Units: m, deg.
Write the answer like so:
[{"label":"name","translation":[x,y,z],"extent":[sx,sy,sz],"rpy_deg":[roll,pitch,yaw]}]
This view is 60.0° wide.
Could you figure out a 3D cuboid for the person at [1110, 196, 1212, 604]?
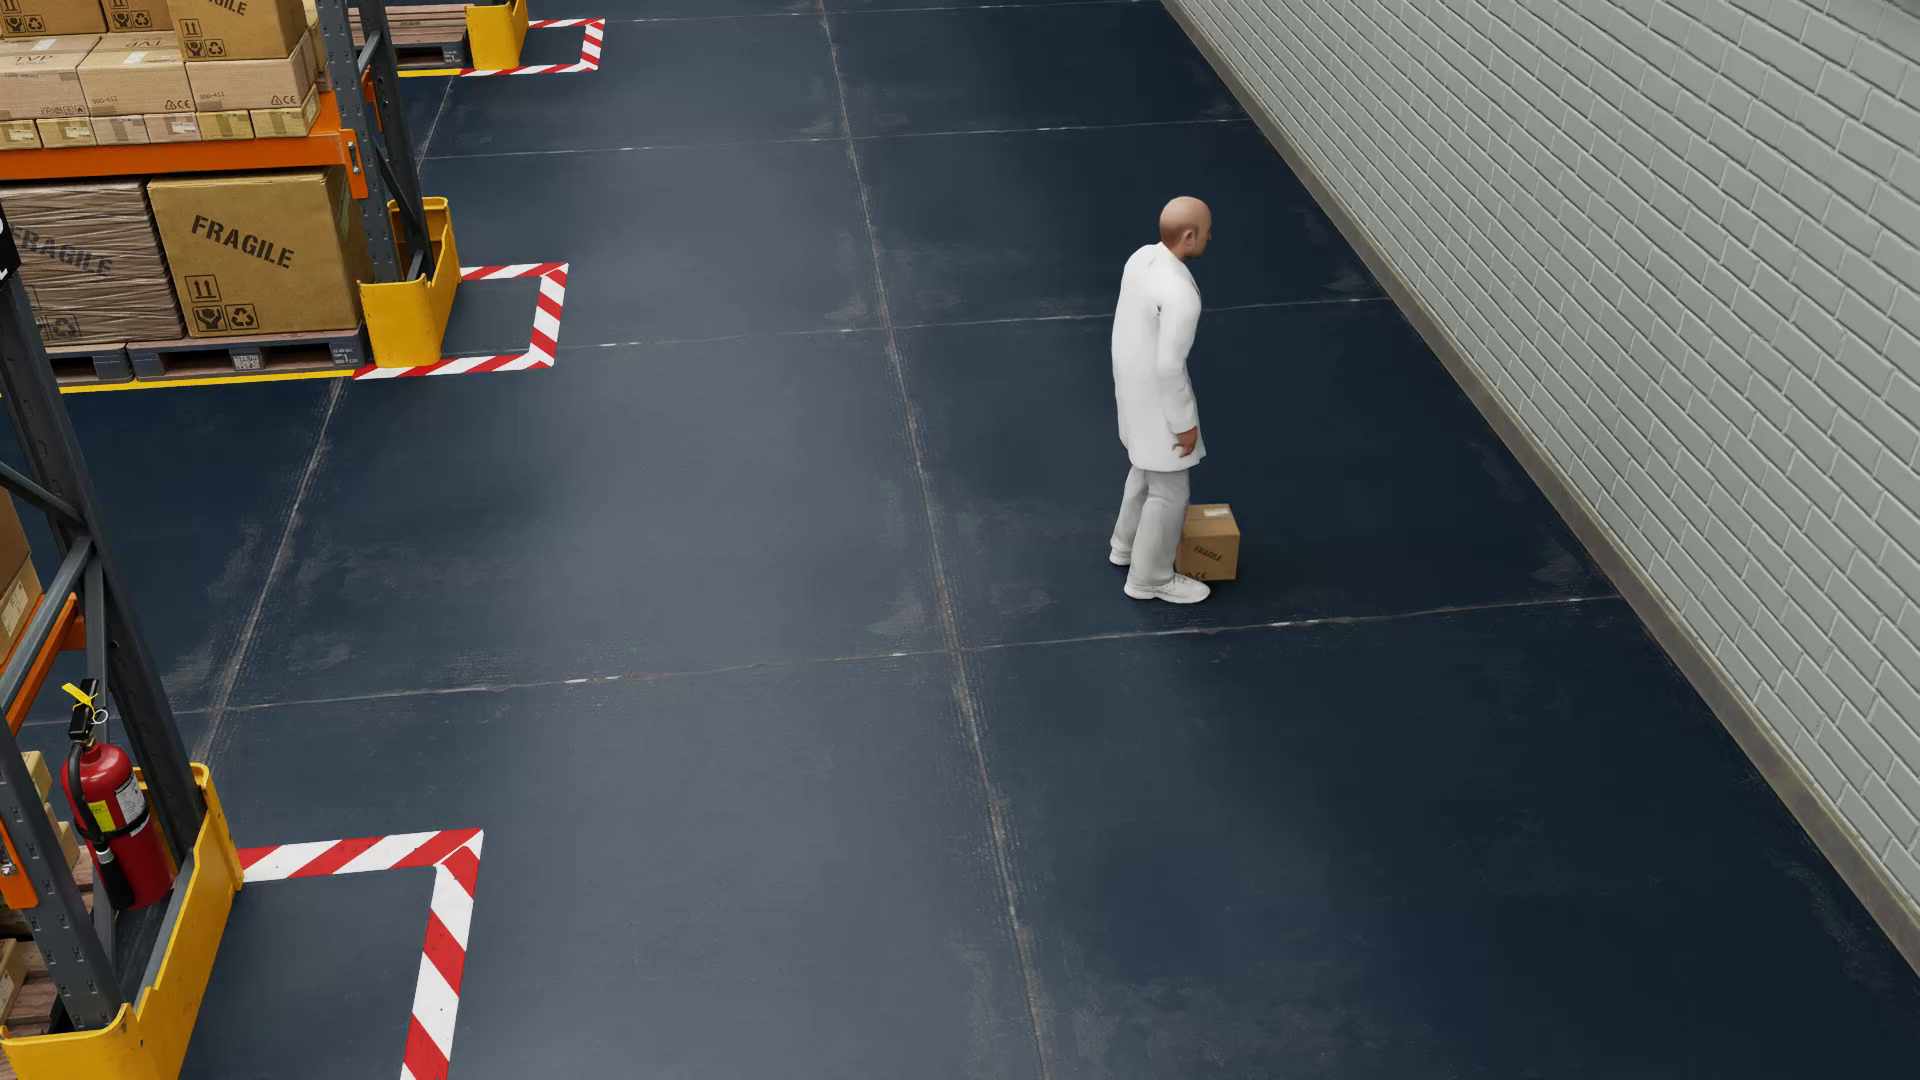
[{"label":"person","translation":[0.854,-0.599,7.035],"extent":[0.429,1.772,0.645],"rpy_deg":[-6,35,-9]}]
